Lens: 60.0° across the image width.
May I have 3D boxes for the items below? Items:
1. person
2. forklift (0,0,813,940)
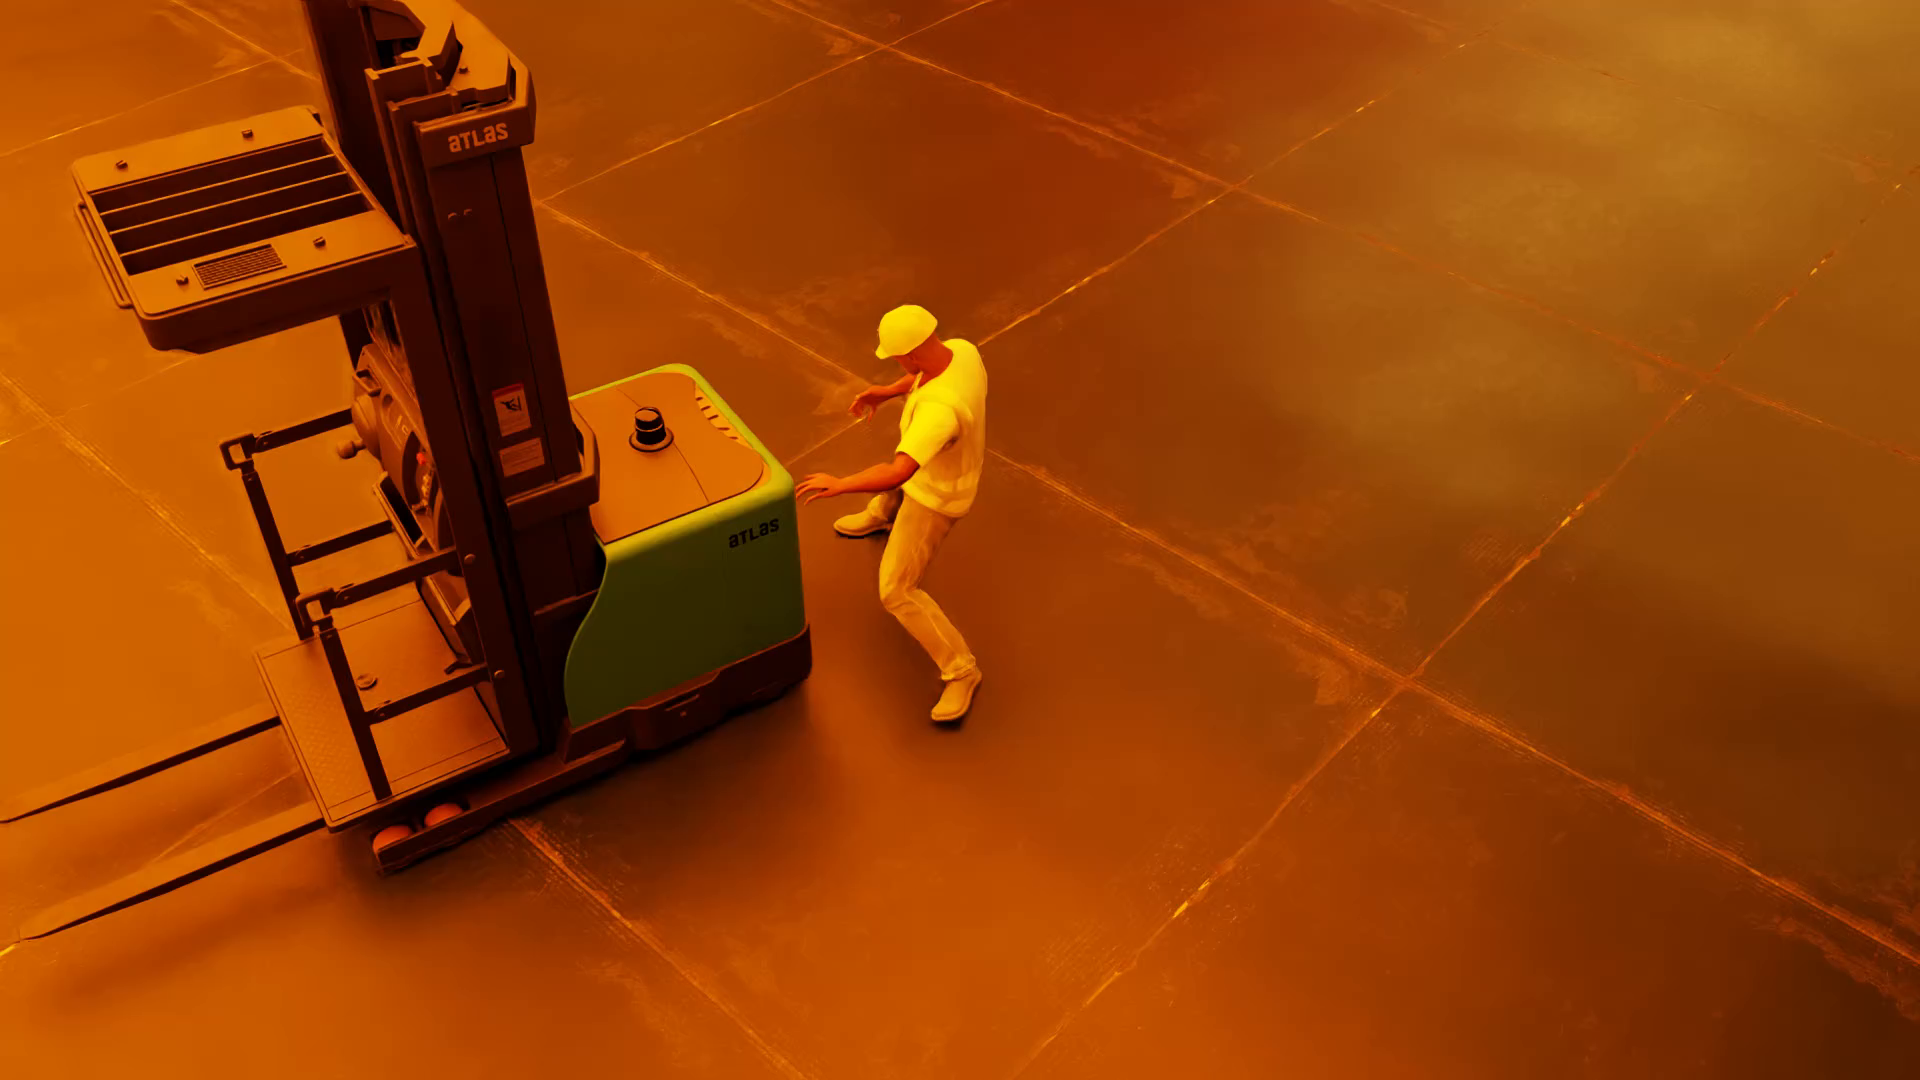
[{"bbox_3d":[-0.252,-0.258,6.783,0.831,1.555,1.310,6,41,7],"label":"person"},{"bbox_3d":[-2.137,-0.276,5.749,3.031,2.935,1.130,-22,45,-24],"label":"forklift"}]
